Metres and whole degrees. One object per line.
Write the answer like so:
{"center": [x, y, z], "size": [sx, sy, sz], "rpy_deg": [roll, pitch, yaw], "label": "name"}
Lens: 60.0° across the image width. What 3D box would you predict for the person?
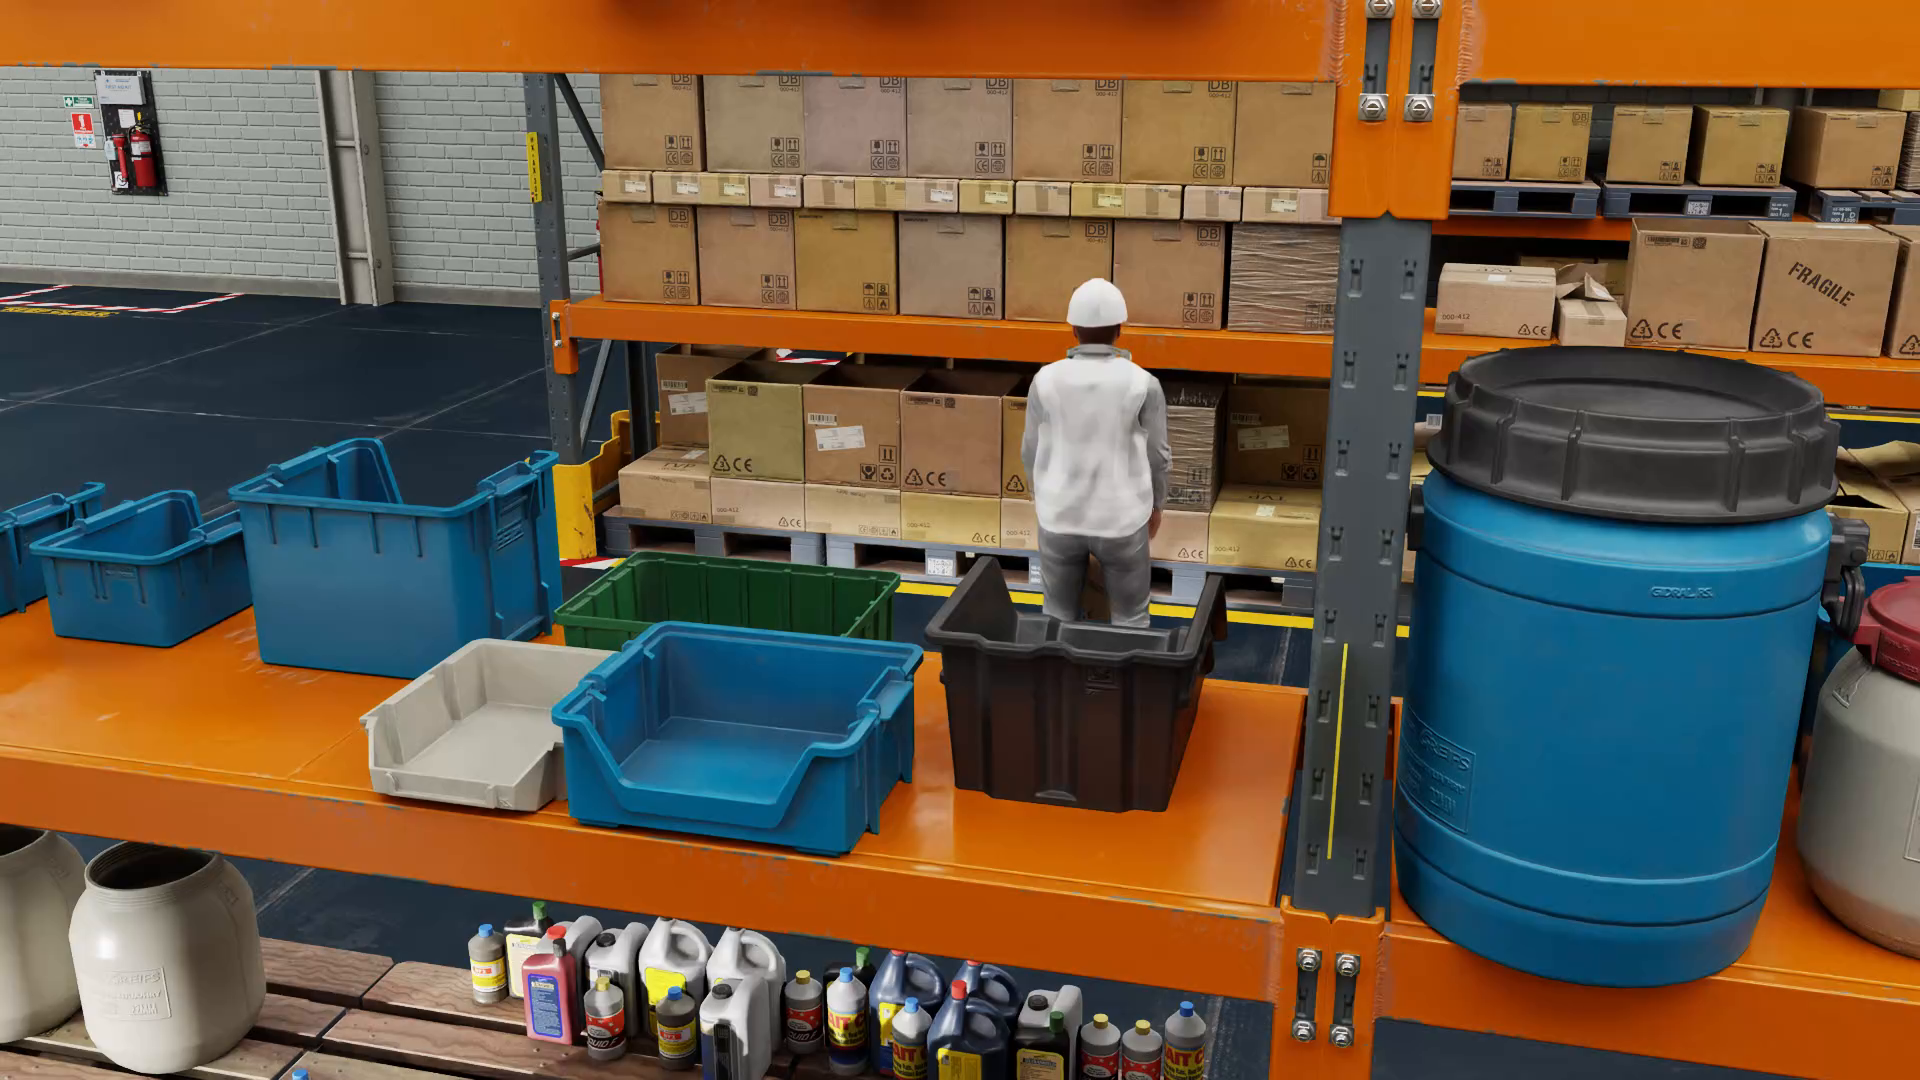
{"center": [0.506, -0.093, 6.291], "size": [0.560, 1.776, 0.430], "rpy_deg": [4, 19, 12], "label": "person"}
